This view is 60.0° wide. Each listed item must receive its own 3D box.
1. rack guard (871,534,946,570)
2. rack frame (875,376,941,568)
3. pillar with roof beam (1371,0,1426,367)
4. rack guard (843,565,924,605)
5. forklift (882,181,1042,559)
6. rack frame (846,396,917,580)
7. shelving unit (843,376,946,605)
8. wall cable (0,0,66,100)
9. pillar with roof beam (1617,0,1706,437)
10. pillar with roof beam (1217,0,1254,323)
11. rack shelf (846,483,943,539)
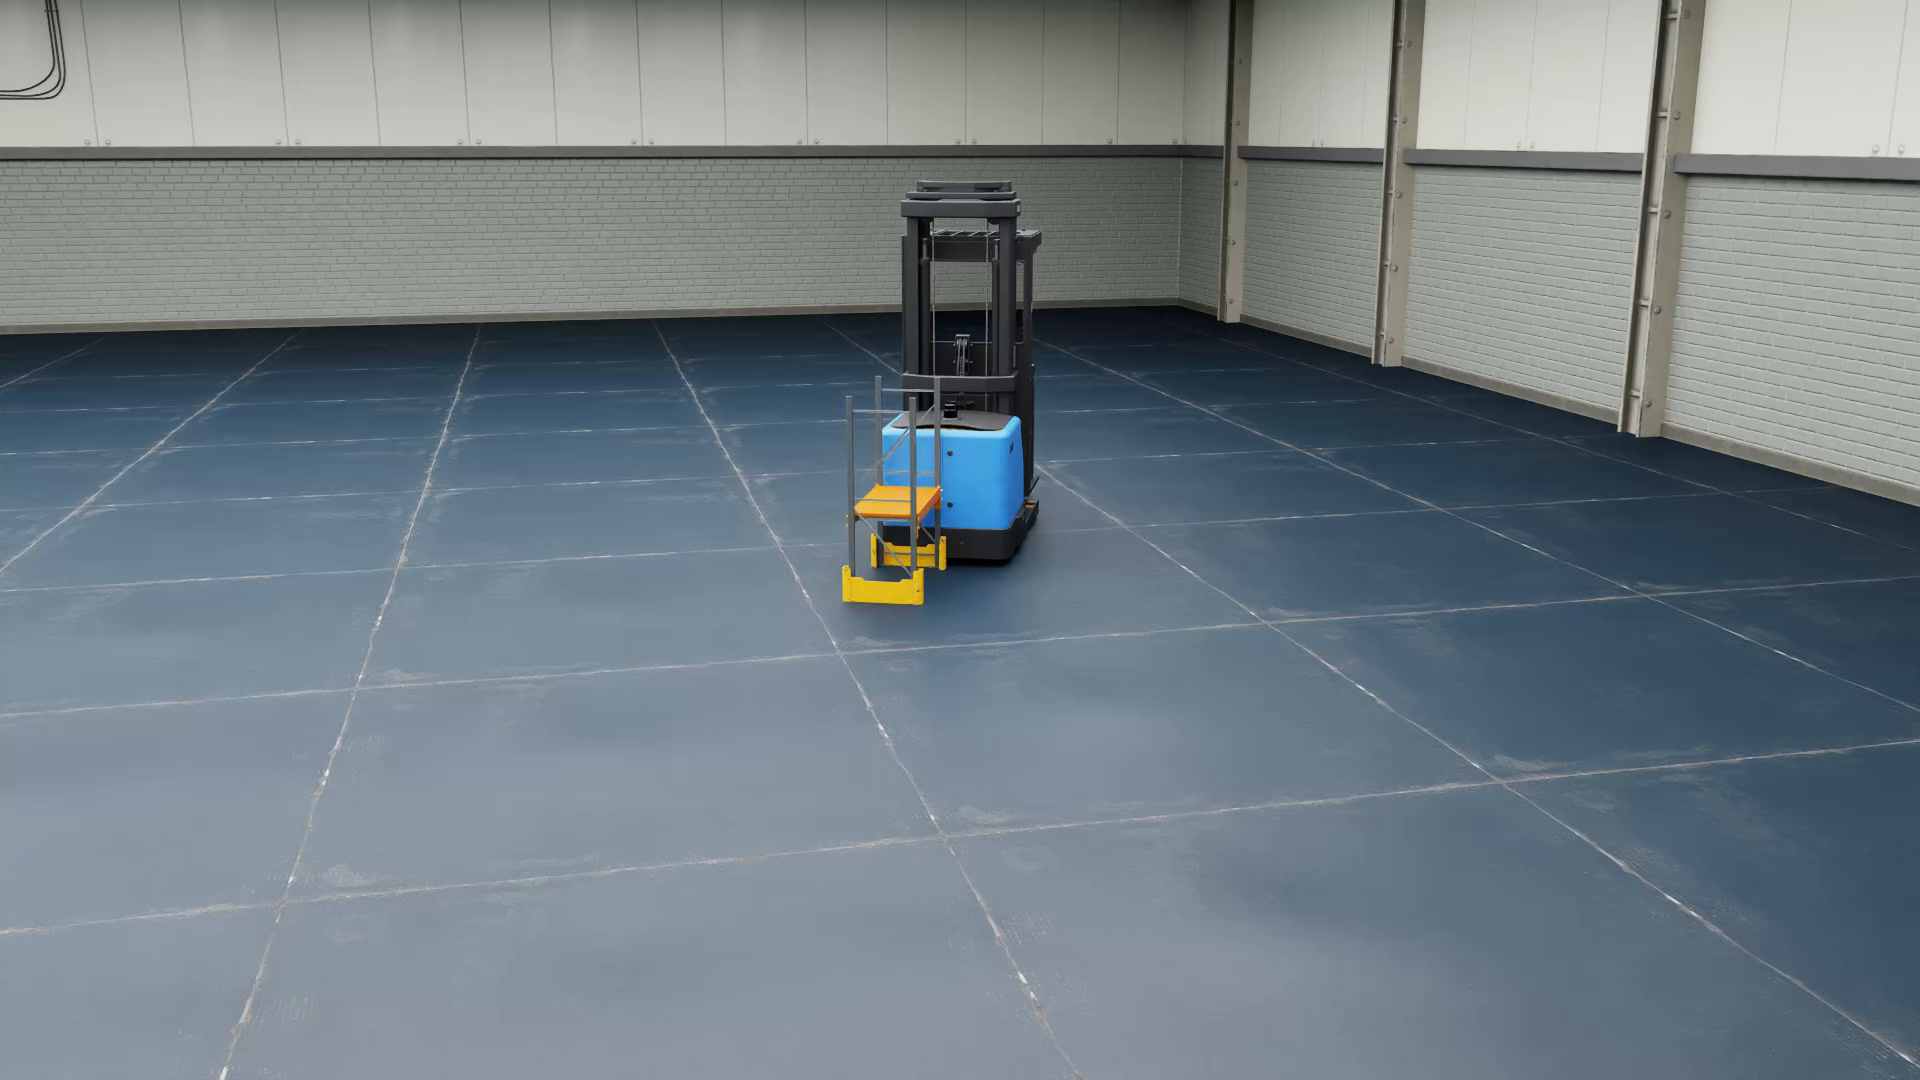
[{"bbox_3d":[-0.402,0.093,13.019,0.587,0.250,0.087,2,14,9],"label":"rack guard"},{"bbox_3d":[-0.399,-0.519,12.889,0.500,1.500,0.032,2,14,9],"label":"rack frame"},{"bbox_3d":[2.114,-6.720,22.473,9.100,9.000,0.400,-3,14,-13],"label":"pillar with roof beam"},{"bbox_3d":[-0.558,0.327,12.063,0.587,0.250,0.087,2,14,9],"label":"rack guard"},{"bbox_3d":[0.098,-1.572,14.184,1.130,2.935,3.031,2,14,9],"label":"forklift"},{"bbox_3d":[-0.558,-0.280,11.914,0.500,1.500,0.032,2,14,9],"label":"rack frame"},{"bbox_3d":[-0.480,-0.397,12.393,0.587,1.500,1.083,2,14,9],"label":"shelving unit"},{"bbox_3d":[-15.904,-9.519,26.765,2.305,6.003,0.169,-3,14,-13],"label":"wall cable"},{"bbox_3d":[3.523,-5.336,16.808,9.100,9.000,0.400,-3,14,-13],"label":"pillar with roof beam"},{"bbox_3d":[0.705,-8.104,28.139,9.100,9.000,0.400,-3,14,-13],"label":"pillar with roof beam"},{"bbox_3d":[-0.479,-0.225,12.444,0.538,0.185,1.000,2,14,9],"label":"rack shelf"}]
